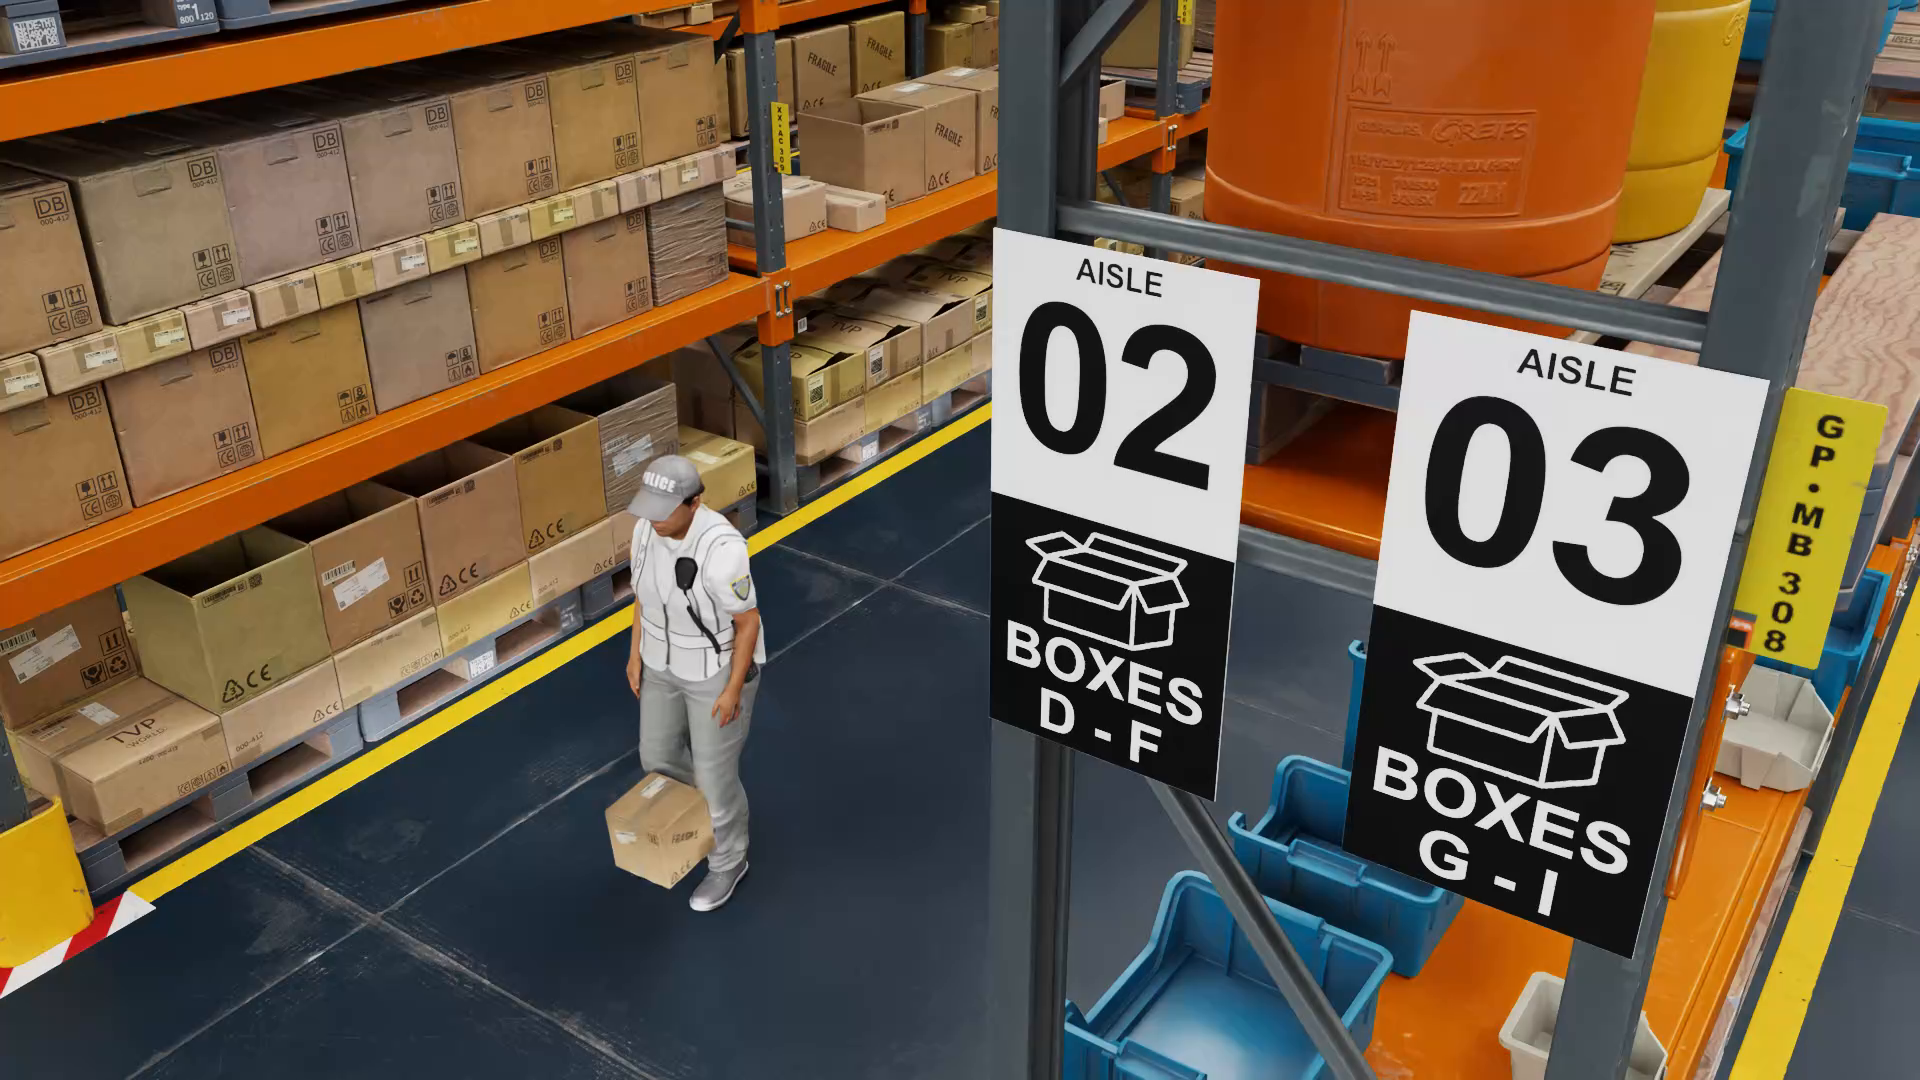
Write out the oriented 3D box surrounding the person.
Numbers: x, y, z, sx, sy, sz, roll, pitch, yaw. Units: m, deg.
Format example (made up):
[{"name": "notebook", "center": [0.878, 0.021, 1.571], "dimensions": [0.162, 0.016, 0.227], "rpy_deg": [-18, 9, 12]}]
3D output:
[{"name": "person", "center": [-0.925, 0.455, 5.720], "dimensions": [0.532, 1.668, 0.452], "rpy_deg": [16, 31, 28]}]
